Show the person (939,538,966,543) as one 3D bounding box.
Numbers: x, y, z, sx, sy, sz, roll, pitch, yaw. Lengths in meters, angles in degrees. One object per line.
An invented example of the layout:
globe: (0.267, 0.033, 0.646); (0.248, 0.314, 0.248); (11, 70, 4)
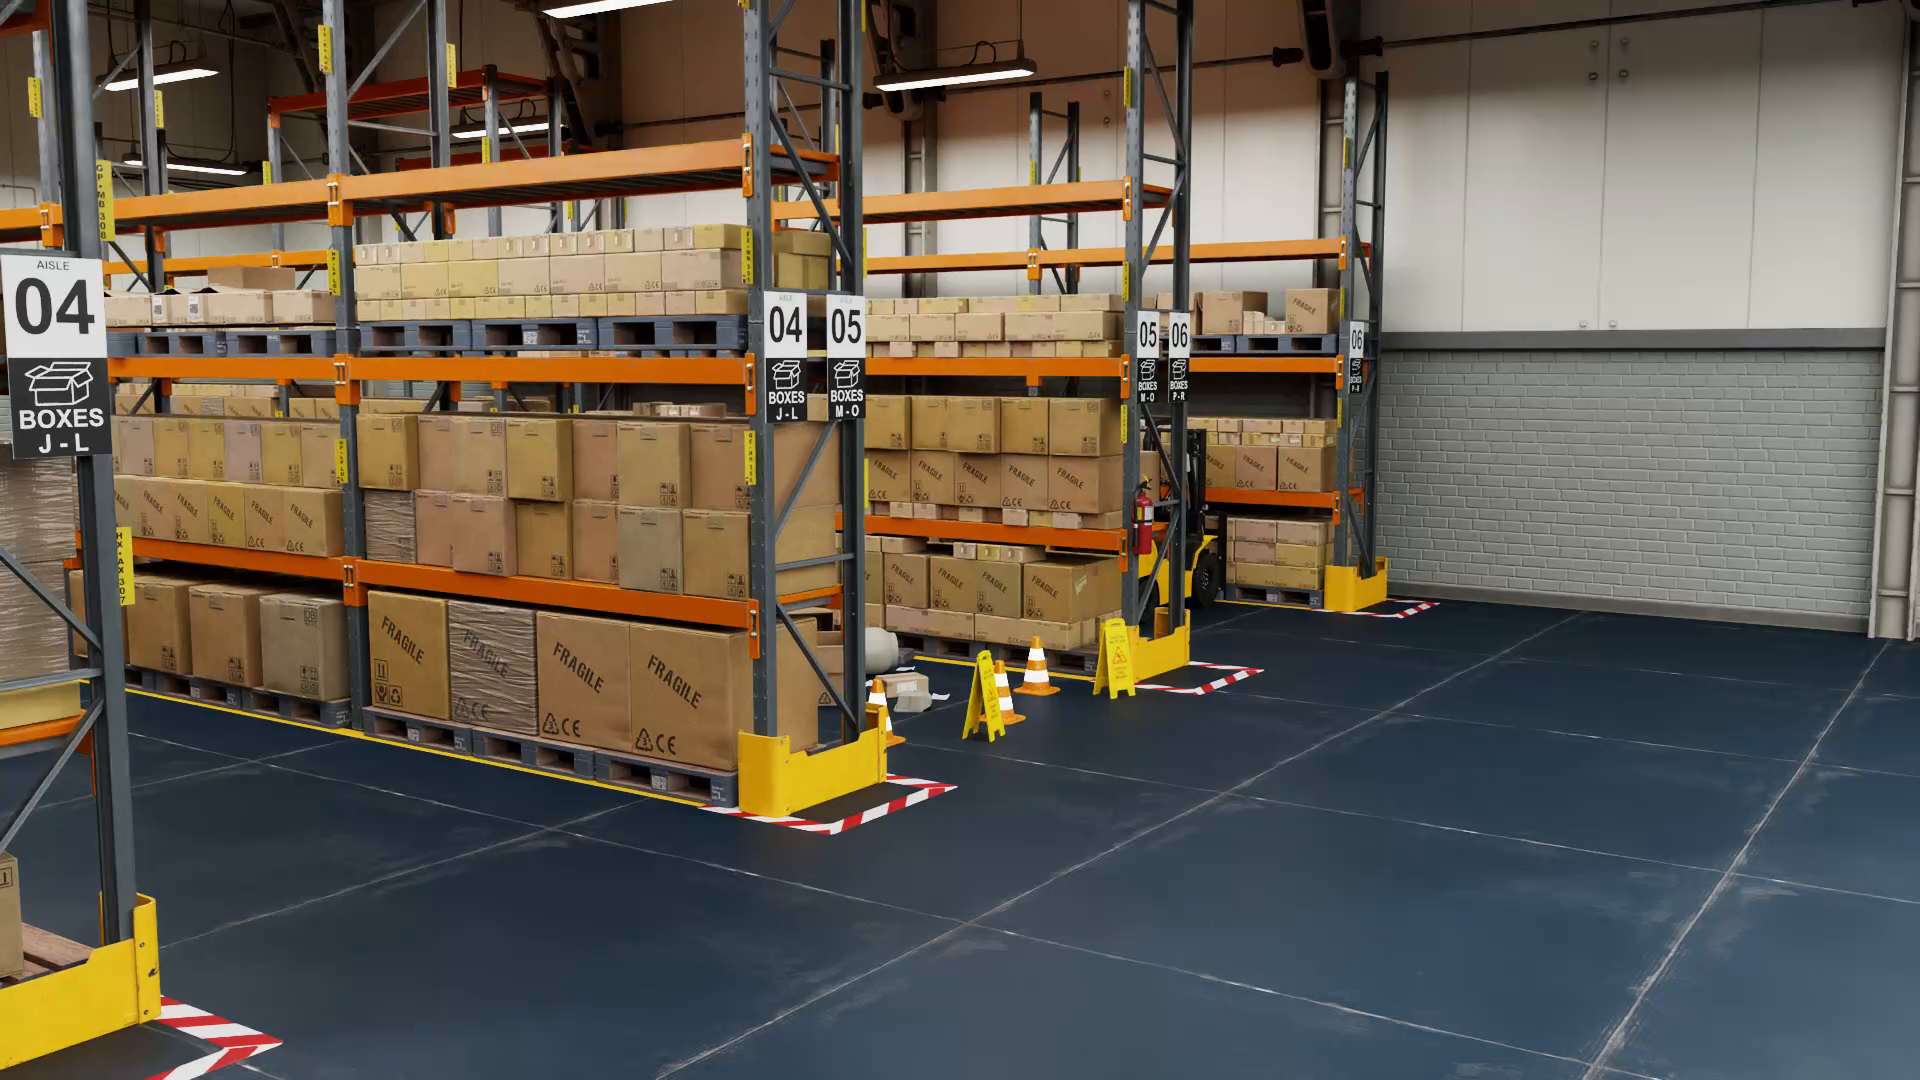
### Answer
person: (0.000, -0.021, 18.249); (0.556, 1.678, 0.423); (1, 6, 6)
